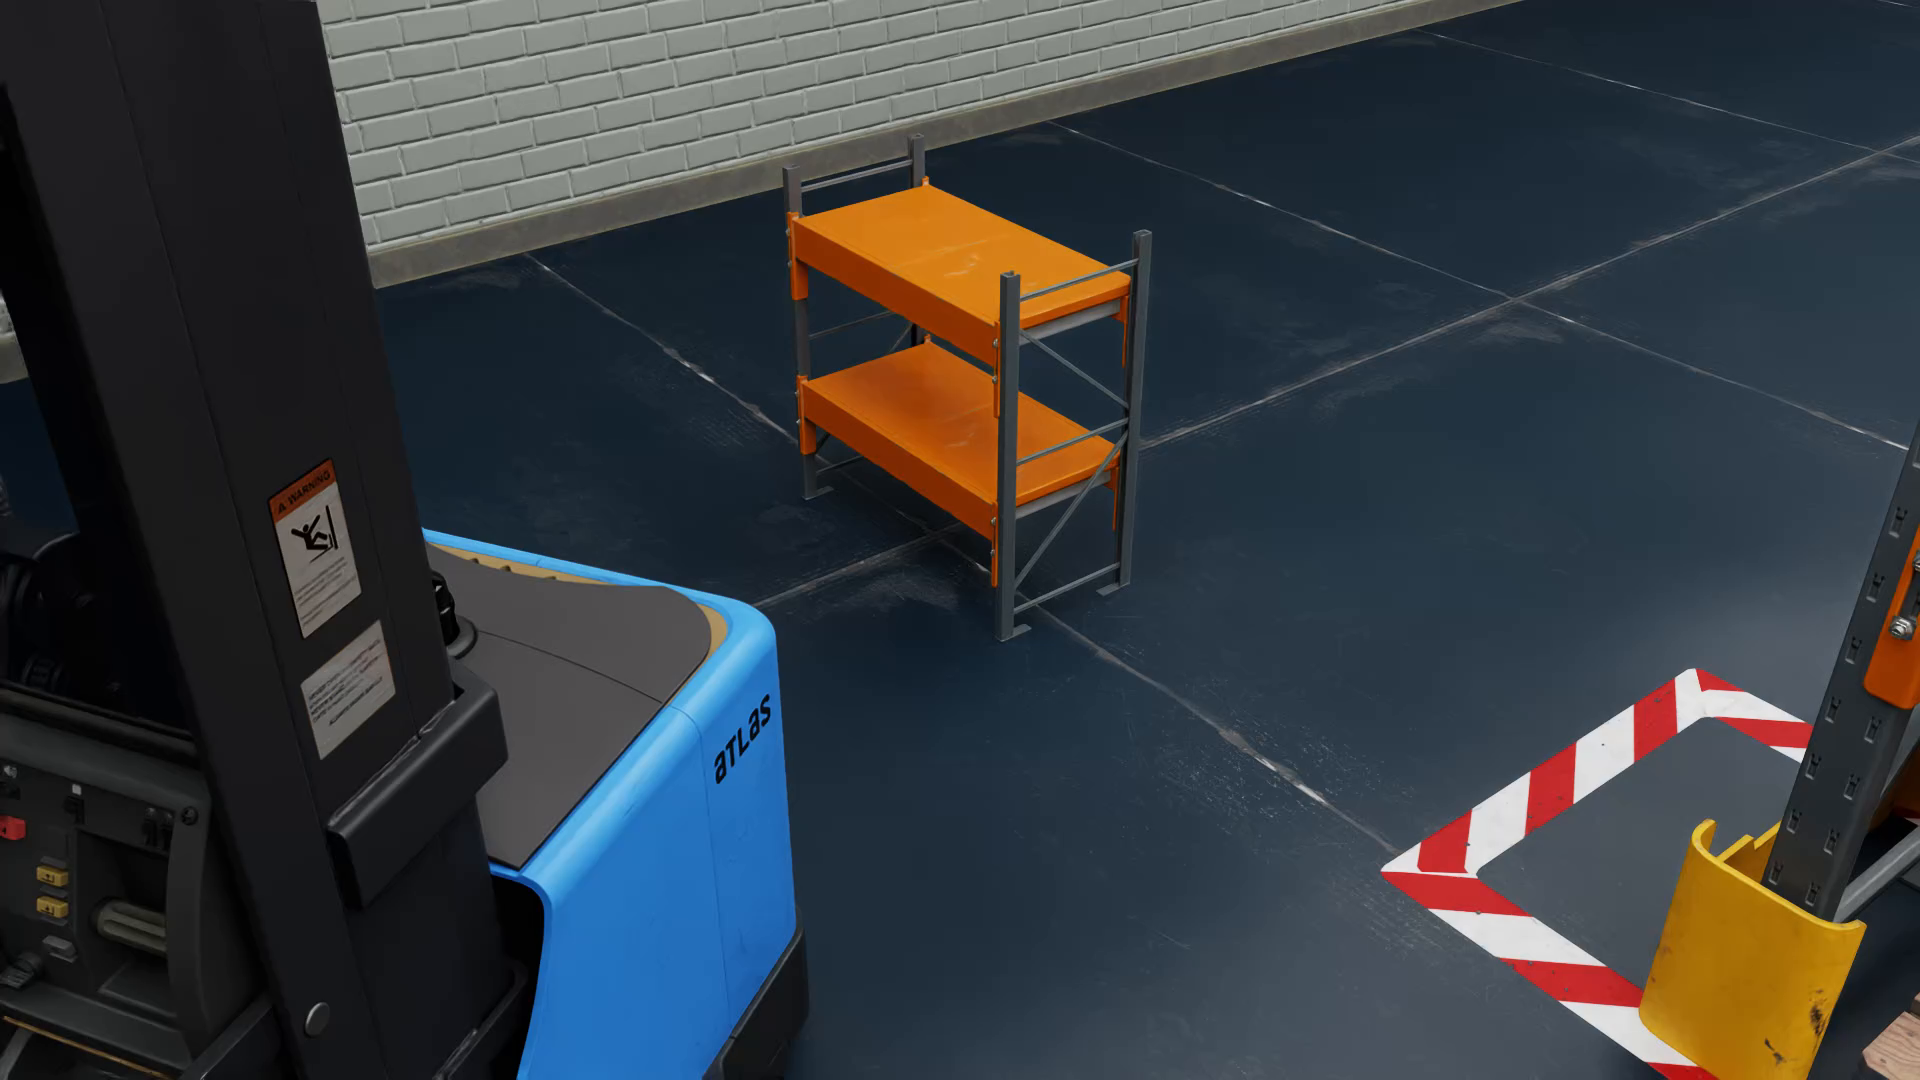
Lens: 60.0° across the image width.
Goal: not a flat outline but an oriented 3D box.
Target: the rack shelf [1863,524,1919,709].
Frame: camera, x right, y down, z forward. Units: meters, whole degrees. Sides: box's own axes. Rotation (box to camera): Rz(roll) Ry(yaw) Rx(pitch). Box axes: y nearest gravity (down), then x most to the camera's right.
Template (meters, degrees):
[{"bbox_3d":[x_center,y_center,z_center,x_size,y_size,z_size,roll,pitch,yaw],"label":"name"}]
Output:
[{"bbox_3d":[3.259,0.781,1.832,1.077,0.370,4.000,-22,38,-31],"label":"rack shelf"}]

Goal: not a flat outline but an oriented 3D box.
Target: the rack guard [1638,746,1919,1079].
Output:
[{"bbox_3d":[2.007,0.698,3.653,1.175,0.500,0.348,-22,38,-31],"label":"rack guard"}]

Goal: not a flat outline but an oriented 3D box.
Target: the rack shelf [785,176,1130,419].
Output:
[{"bbox_3d":[-0.004,-0.729,4.803,0.538,0.278,1.000,-22,38,-31],"label":"rack shelf"}]

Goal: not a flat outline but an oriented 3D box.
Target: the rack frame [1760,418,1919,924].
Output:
[{"bbox_3d":[2.032,-0.359,2.984,1.000,3.000,0.127,-22,38,-31],"label":"rack frame"}]

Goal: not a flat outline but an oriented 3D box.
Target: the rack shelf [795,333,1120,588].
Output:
[{"bbox_3d":[-0.004,-0.273,5.087,0.538,0.278,1.000,-22,38,-31],"label":"rack shelf"}]

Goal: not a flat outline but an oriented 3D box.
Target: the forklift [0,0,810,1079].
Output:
[{"bbox_3d":[-1.324,0.420,1.796,1.130,2.935,3.031,12,34,18],"label":"forklift"}]

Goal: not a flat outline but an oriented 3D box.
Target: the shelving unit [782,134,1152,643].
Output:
[{"bbox_3d":[-0.004,-0.481,4.958,0.538,1.125,1.048,-22,38,-31],"label":"shelving unit"}]

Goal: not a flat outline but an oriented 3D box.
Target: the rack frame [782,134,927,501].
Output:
[{"bbox_3d":[-0.316,-0.693,5.299,0.500,1.125,0.032,-22,38,-31],"label":"rack frame"}]

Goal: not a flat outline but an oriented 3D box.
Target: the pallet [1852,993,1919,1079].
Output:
[{"bbox_3d":[2.507,1.182,3.146,1.003,0.211,1.213,-22,38,-31],"label":"pallet"}]

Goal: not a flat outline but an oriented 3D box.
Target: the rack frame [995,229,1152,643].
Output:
[{"bbox_3d":[0.308,-0.269,4.617,0.500,1.125,0.032,-22,38,-31],"label":"rack frame"}]
